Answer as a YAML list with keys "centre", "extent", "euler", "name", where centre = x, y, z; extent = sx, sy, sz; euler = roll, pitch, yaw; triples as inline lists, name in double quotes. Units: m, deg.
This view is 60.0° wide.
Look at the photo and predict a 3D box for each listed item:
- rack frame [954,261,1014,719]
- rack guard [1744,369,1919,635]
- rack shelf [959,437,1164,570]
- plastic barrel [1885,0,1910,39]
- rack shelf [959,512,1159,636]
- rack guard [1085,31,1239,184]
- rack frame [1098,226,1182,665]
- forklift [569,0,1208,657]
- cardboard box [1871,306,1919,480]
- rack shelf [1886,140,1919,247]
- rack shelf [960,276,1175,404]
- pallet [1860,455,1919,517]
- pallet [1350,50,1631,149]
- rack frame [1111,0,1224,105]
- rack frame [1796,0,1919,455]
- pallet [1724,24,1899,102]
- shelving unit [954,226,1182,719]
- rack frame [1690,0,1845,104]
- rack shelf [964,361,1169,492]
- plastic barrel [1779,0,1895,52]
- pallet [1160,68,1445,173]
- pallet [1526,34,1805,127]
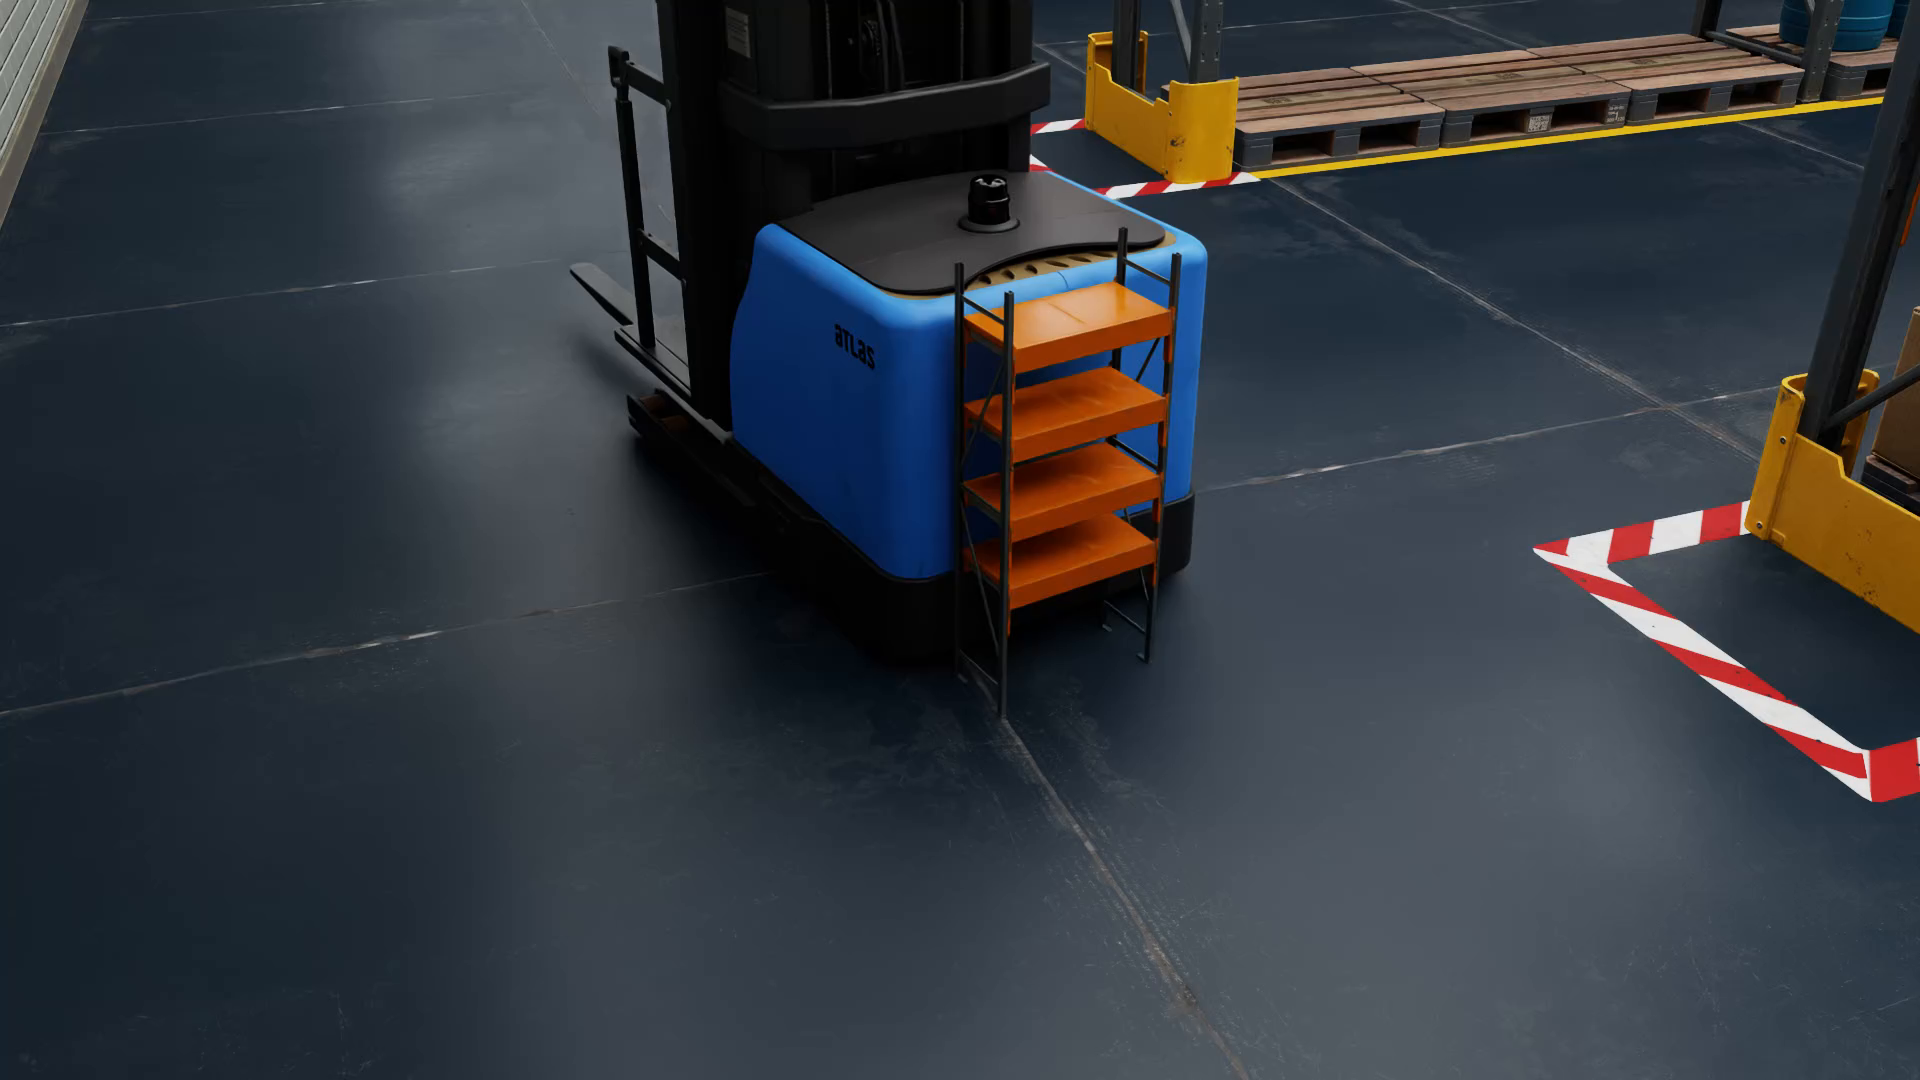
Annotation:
- centre: [0.055, -0.097, 4.207]
  extent: [0.015, 1.200, 0.240]
  euler: [-17, 34, -27]
  name: "rack frame"
- centre: [2.857, -0.032, 4.800]
  extent: [0.348, 0.500, 1.175]
  euler: [-10, 31, -18]
  name: "rack guard"
- centre: [0.262, -0.102, 4.352]
  extent: [0.480, 0.148, 0.258]
  euler: [-17, 34, -27]
  name: "rack shelf"
- centre: [5.990, -3.573, 10.186]
  extent: [0.708, 0.901, 0.600]
  euler: [-10, 31, -18]
  name: "plastic barrel"
- centre: [0.262, 0.070, 4.451]
  extent: [0.480, 0.148, 0.258]
  euler: [-17, 34, -27]
  name: "rack shelf"
- centre: [1.044, -2.307, 8.794]
  extent: [0.348, 0.500, 1.175]
  euler: [-10, 31, -18]
  name: "rack guard"
- centre: [0.470, -0.224, 4.430]
  extent: [0.015, 1.200, 0.240]
  euler: [-17, 34, -27]
  name: "rack frame"
- centre: [-0.508, -1.645, 5.176]
  extent: [1.130, 2.935, 3.031]
  euler: [-17, 34, -27]
  name: "forklift"
- centre: [3.209, -0.418, 5.034]
  extent: [0.500, 0.500, 0.500]
  euler: [-10, 31, -18]
  name: "cardboard box"
- centre: [4.660, -1.137, 4.943]
  extent: [4.000, 0.370, 1.077]
  euler: [-10, 31, -18]
  name: "rack shelf"
- centre: [0.263, -0.501, 4.123]
  extent: [0.480, 0.148, 0.258]
  euler: [-17, 34, -27]
  name: "rack shelf"
- centre: [3.604, -0.044, 5.114]
  extent: [1.213, 0.211, 1.003]
  euler: [-10, 31, -18]
  name: "pallet"
- centre: [2.990, -2.525, 9.468]
  extent: [1.213, 0.211, 1.003]
  euler: [-10, 31, -18]
  name: "pallet"
- centre: [1.062, -3.403, 8.194]
  extent: [0.127, 3.000, 1.000]
  euler: [-10, 31, -18]
  name: "rack frame"
- centre: [2.786, -1.105, 4.159]
  extent: [0.127, 3.000, 1.000]
  euler: [-10, 31, -18]
  name: "rack frame"
- centre: [5.548, -2.996, 10.296]
  extent: [1.213, 0.211, 1.003]
  euler: [-10, 31, -18]
  name: "pallet"
- centre: [0.262, -0.161, 4.319]
  extent: [0.503, 1.200, 0.258]
  euler: [-17, 34, -27]
  name: "shelving unit"
- centre: [4.811, -4.094, 9.405]
  extent: [0.127, 3.000, 1.000]
  euler: [-10, 31, -18]
  name: "rack frame"
- centre: [0.263, -0.296, 4.241]
  extent: [0.480, 0.148, 0.258]
  euler: [-17, 34, -27]
  name: "rack shelf"
- centre: [5.327, -3.451, 9.972]
  extent: [0.708, 0.901, 0.600]
  euler: [-10, 31, -18]
  name: "plastic barrel"
- centre: [1.848, -2.316, 9.102]
  extent: [1.213, 0.211, 1.003]
  euler: [-10, 31, -18]
  name: "pallet"
- centre: [4.135, -2.737, 9.841]
  extent: [1.213, 0.211, 1.003]
  euler: [-10, 31, -18]
  name: "pallet"
